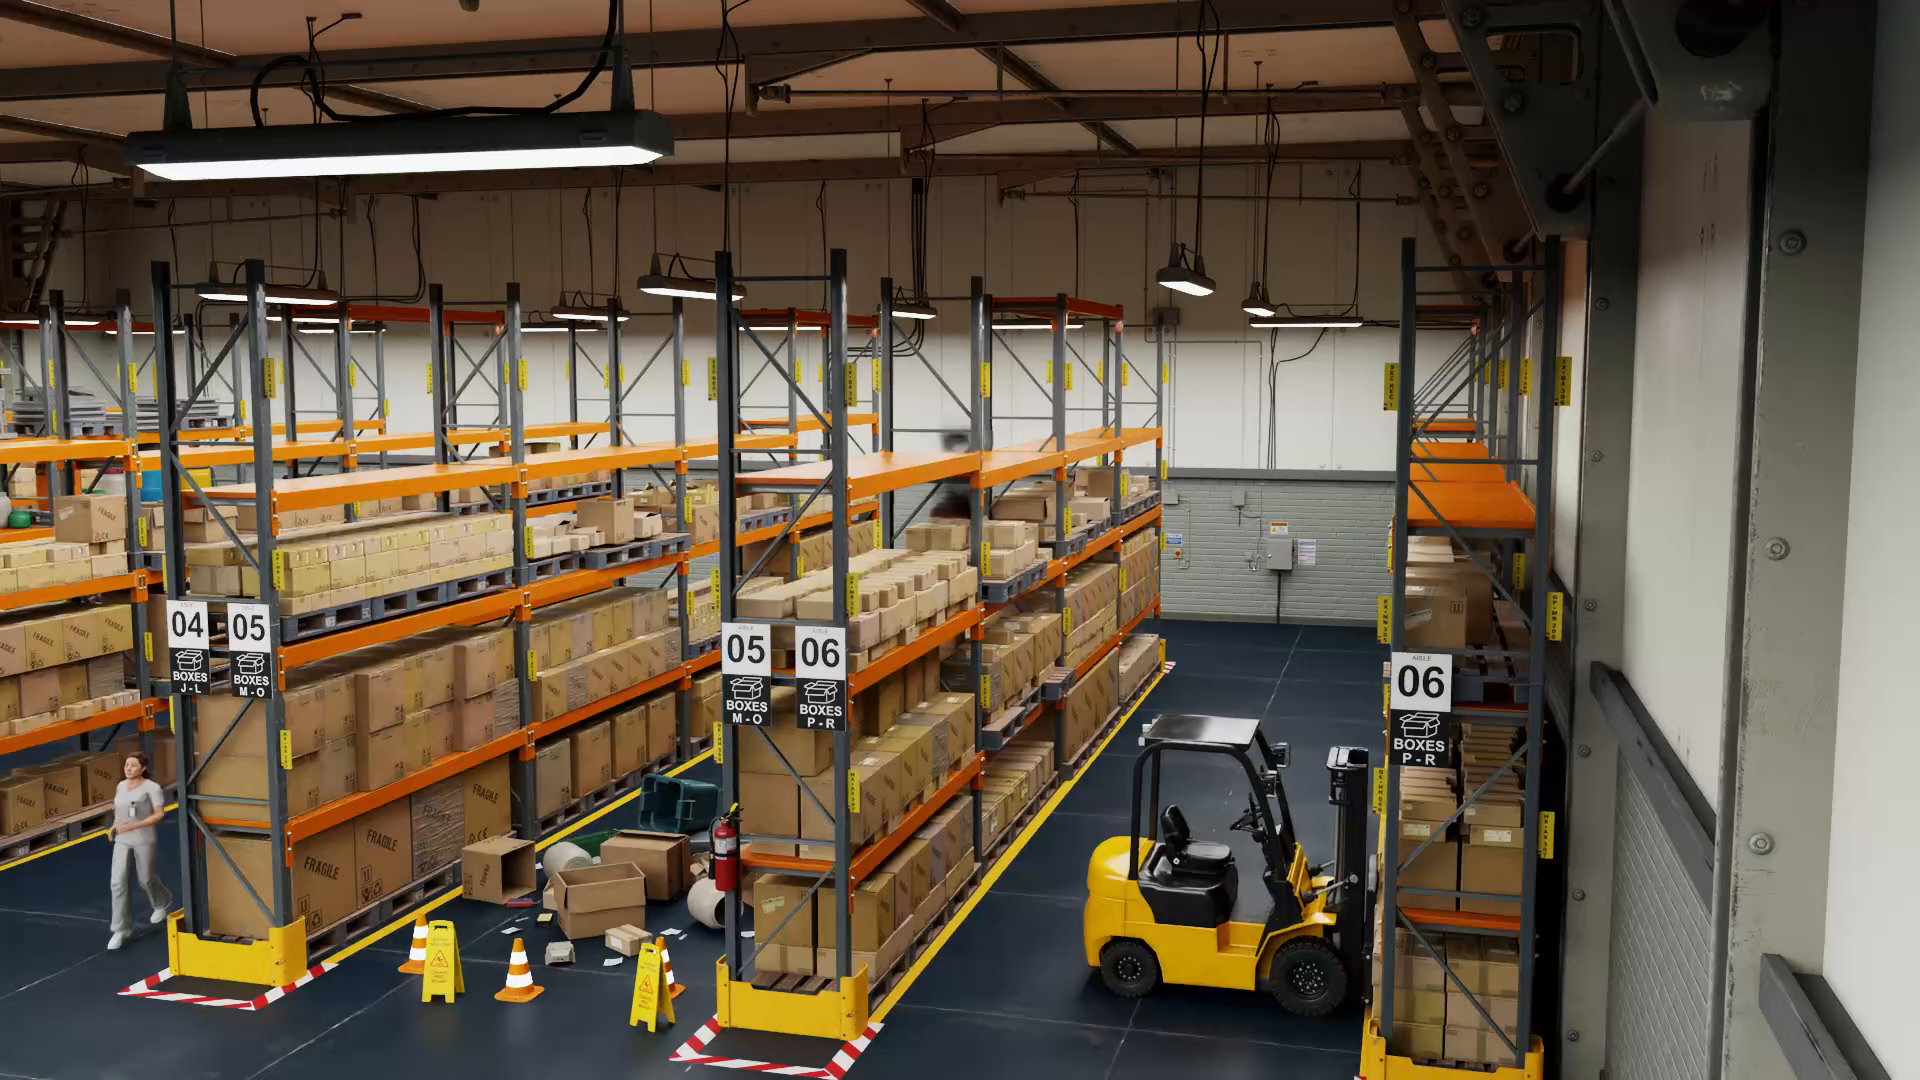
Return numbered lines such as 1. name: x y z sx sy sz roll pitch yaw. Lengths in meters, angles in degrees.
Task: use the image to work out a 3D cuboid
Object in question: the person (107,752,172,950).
1. person: -7.436 2.744 15.010 0.565 1.686 0.861 0 6 4
